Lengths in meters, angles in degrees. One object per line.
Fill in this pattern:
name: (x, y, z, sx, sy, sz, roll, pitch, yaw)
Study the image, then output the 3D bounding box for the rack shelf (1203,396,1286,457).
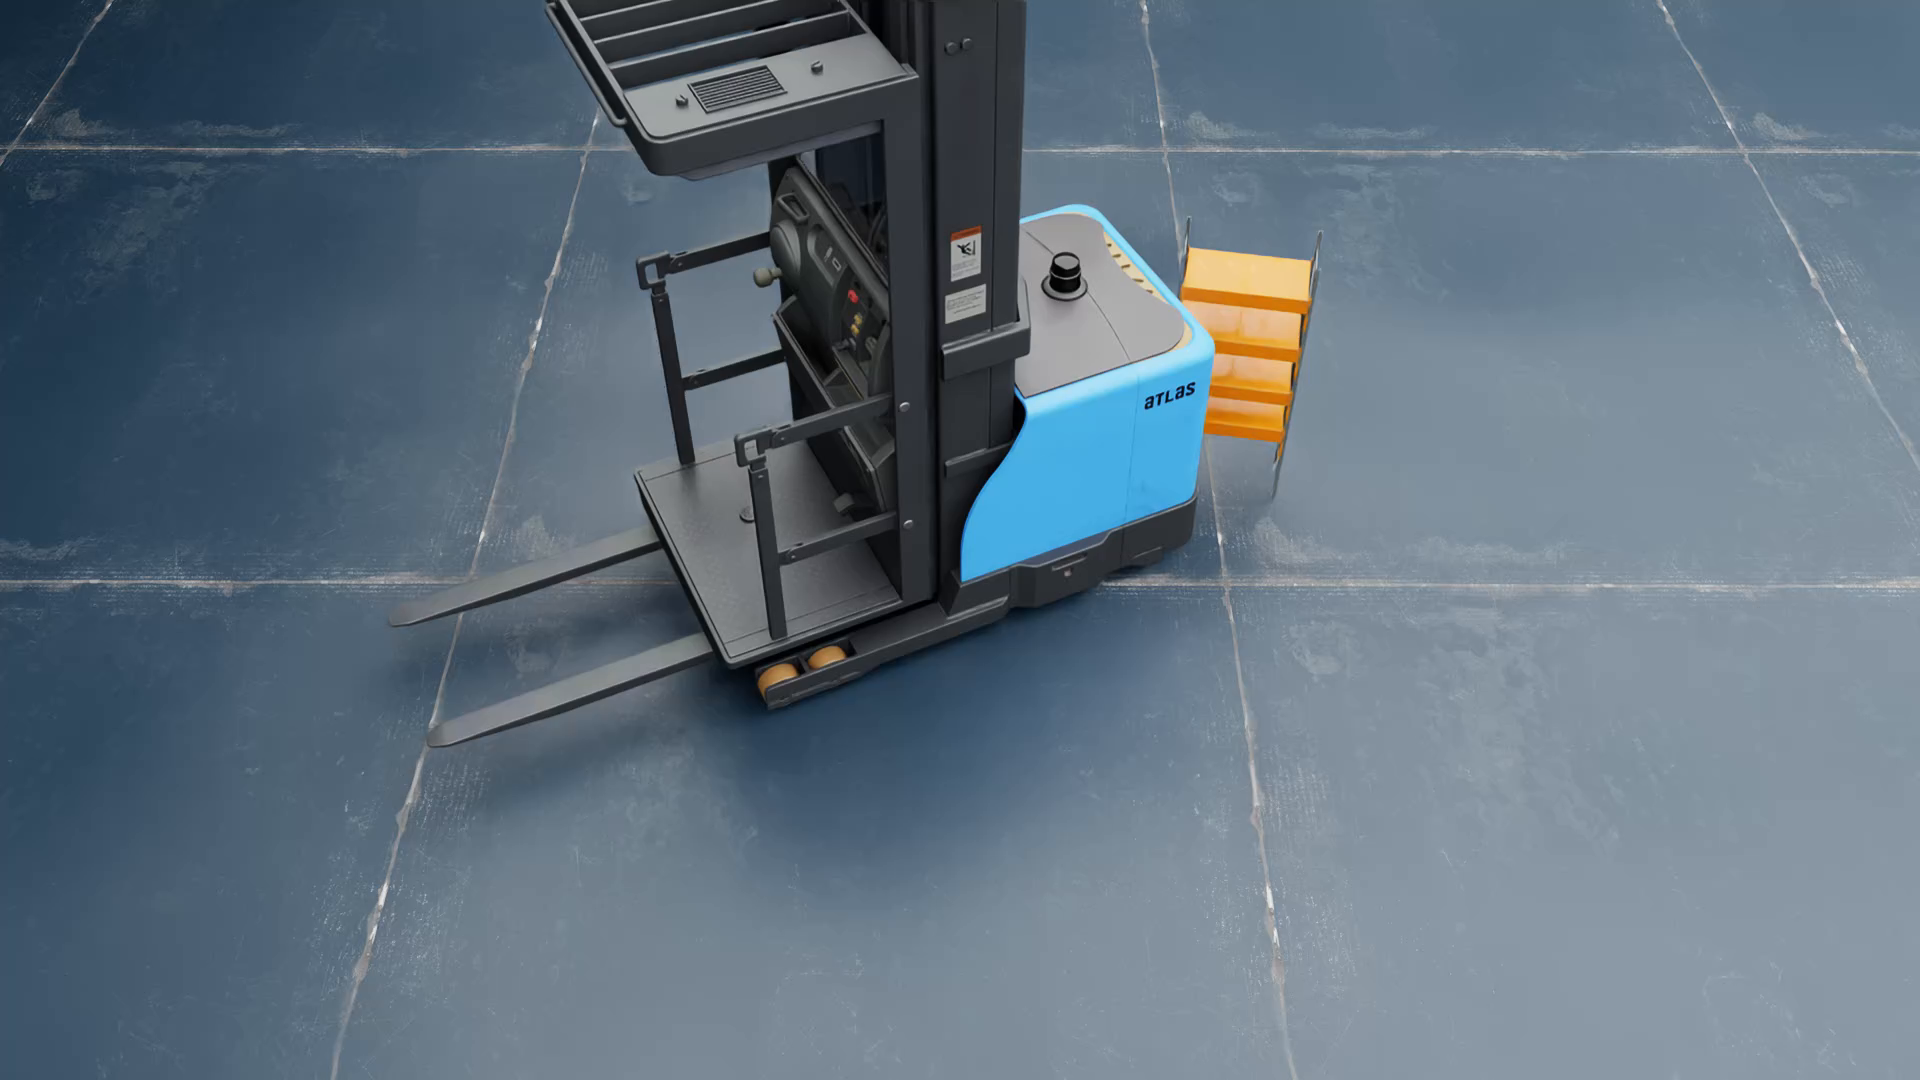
rack shelf: (1.079, -0.506, 6.764, 0.480, 0.148, 0.258, 8, 47, 7)

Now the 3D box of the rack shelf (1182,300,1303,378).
rack shelf: (1.079, -0.794, 6.455, 0.480, 0.148, 0.258, 8, 47, 7)

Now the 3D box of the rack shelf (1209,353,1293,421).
rack shelf: (1.079, -0.641, 6.619, 0.480, 0.148, 0.258, 8, 47, 7)

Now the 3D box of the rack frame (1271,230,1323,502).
rack frame: (1.319, -0.655, 6.540, 0.015, 1.200, 0.240, 8, 47, 7)

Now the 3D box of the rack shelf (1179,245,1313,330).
rack shelf: (1.079, -0.955, 6.282, 0.480, 0.148, 0.258, 8, 47, 7)

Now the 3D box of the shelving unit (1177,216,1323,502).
shelving unit: (1.079, -0.687, 6.570, 0.503, 1.200, 0.258, 8, 47, 7)

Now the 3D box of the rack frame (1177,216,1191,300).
rack frame: (0.839, -0.720, 6.599, 0.015, 1.200, 0.240, 8, 47, 7)

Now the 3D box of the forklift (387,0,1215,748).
forklift: (-0.623, -0.824, 5.514, 3.031, 2.935, 1.130, -19, 50, -17)
